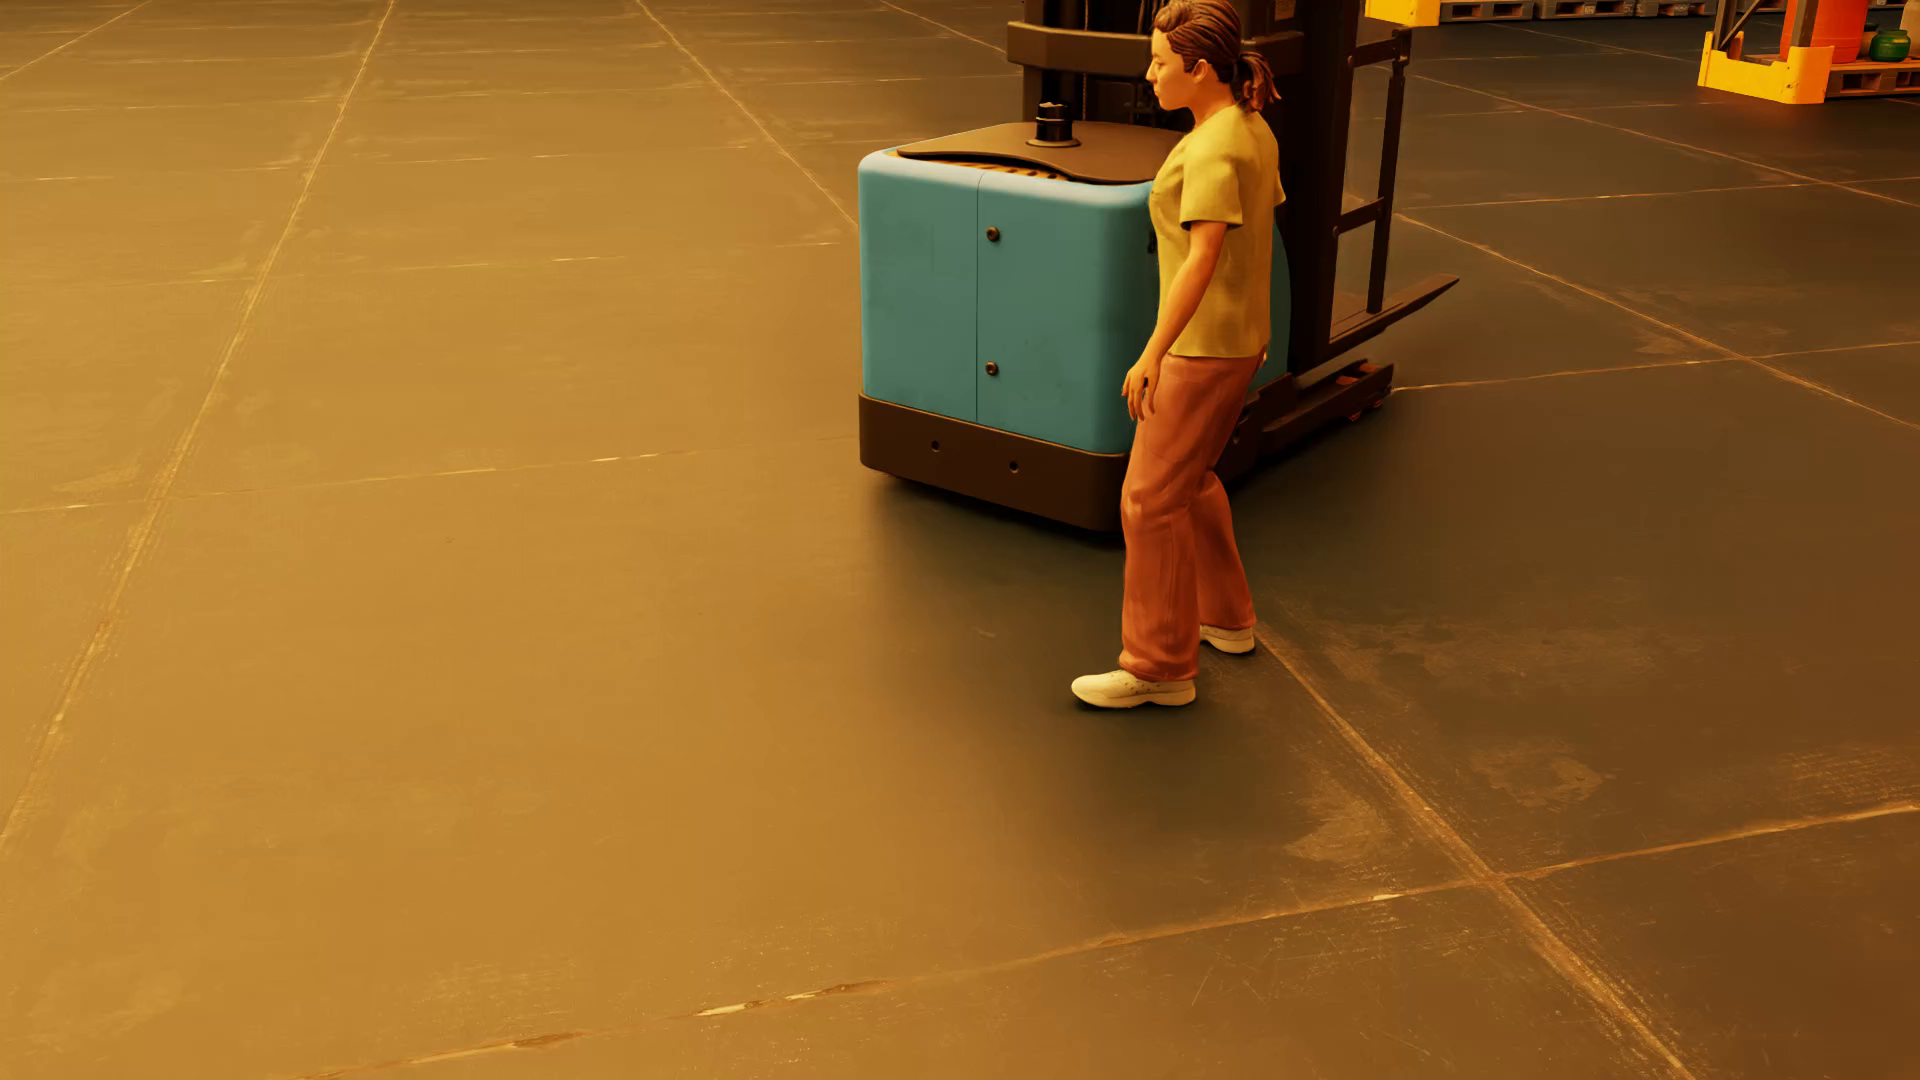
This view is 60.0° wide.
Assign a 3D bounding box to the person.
[{"bbox_3d":[0.567,-0.458,4.027,0.377,1.650,0.721,8,24,19],"label":"person"}]

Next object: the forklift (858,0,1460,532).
[{"bbox_3d":[0.964,-1.885,5.739,1.130,2.935,3.031,17,28,34],"label":"forklift"}]
